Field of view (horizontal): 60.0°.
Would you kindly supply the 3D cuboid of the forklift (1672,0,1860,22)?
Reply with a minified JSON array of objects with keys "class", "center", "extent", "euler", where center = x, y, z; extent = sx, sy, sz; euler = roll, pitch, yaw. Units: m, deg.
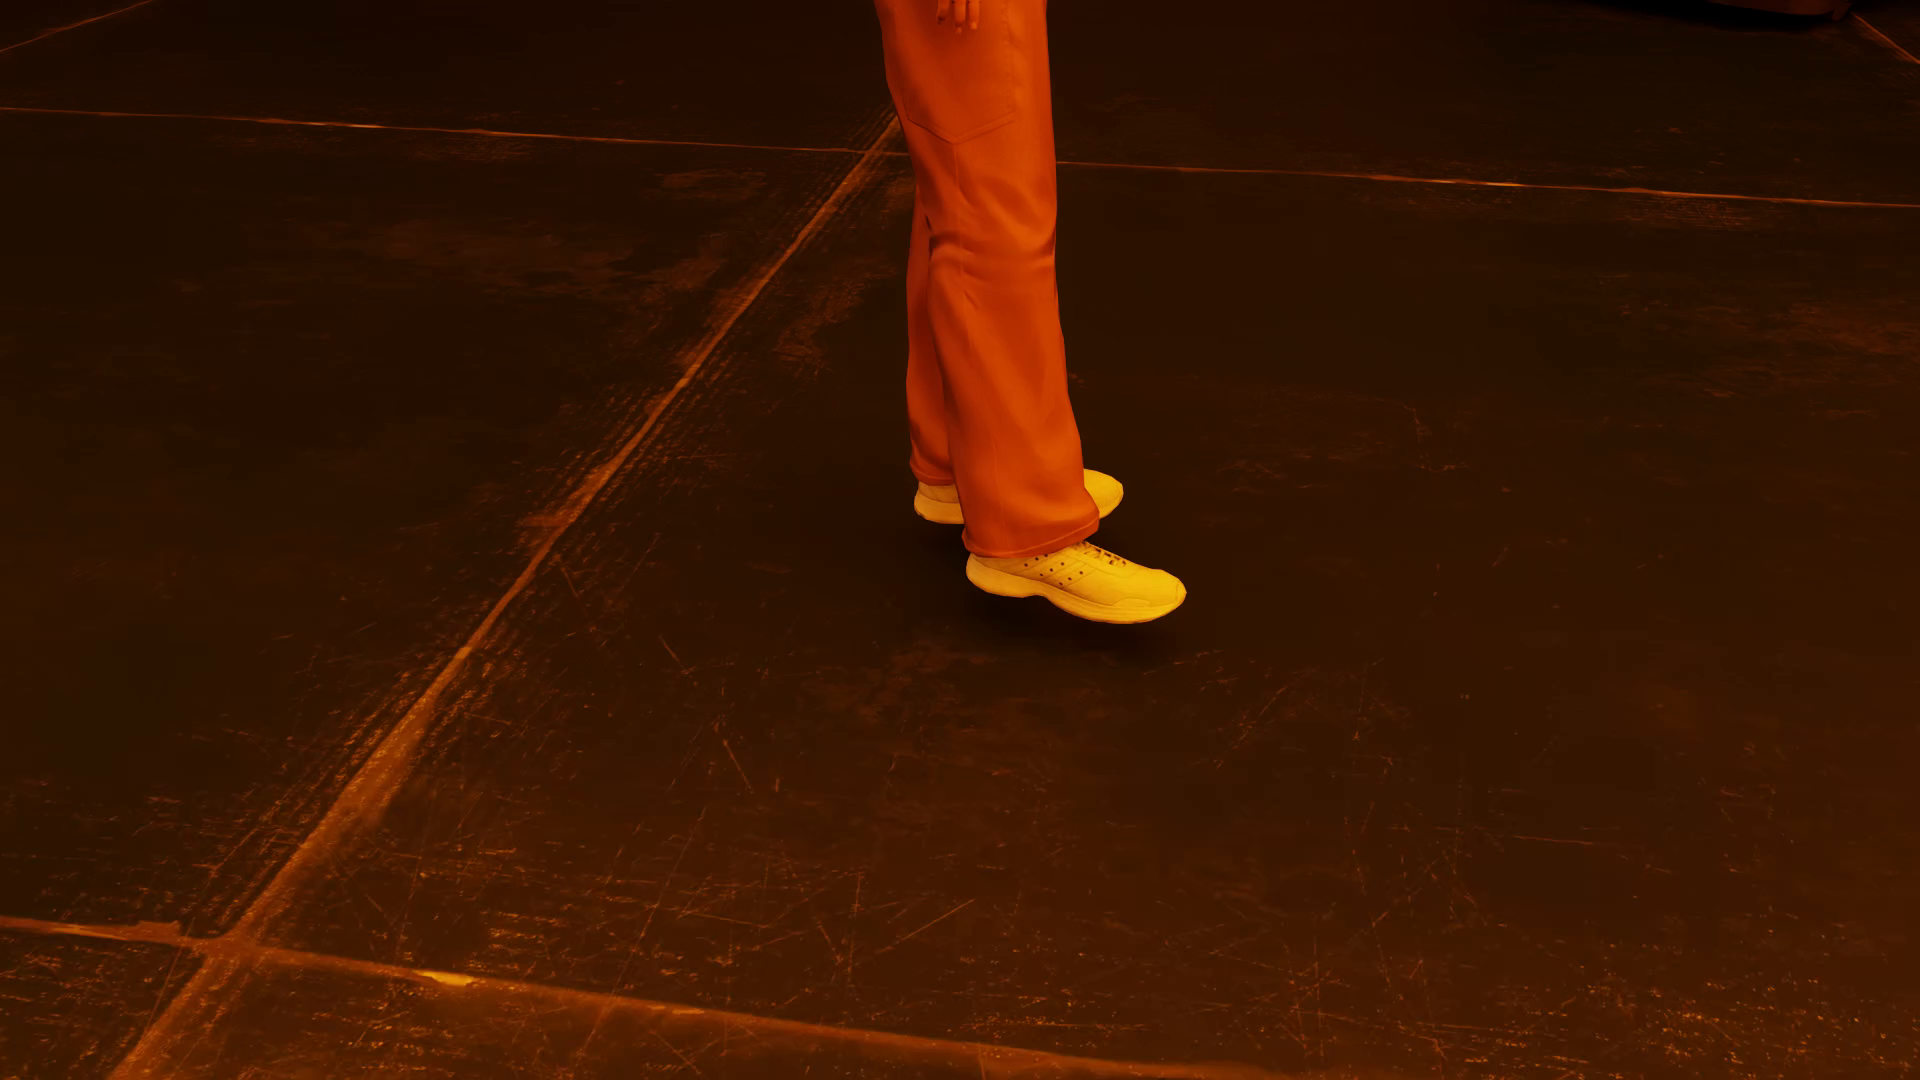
[{"class":"forklift","center":[3.487,-3.616,6.001],"extent":[3.031,2.935,1.130],"euler":[-26,38,-38]}]

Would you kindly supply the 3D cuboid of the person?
[{"class":"person","center":[0.071,-0.763,2.049],"extent":[0.547,1.673,0.553],"euler":[5,29,9]}]
